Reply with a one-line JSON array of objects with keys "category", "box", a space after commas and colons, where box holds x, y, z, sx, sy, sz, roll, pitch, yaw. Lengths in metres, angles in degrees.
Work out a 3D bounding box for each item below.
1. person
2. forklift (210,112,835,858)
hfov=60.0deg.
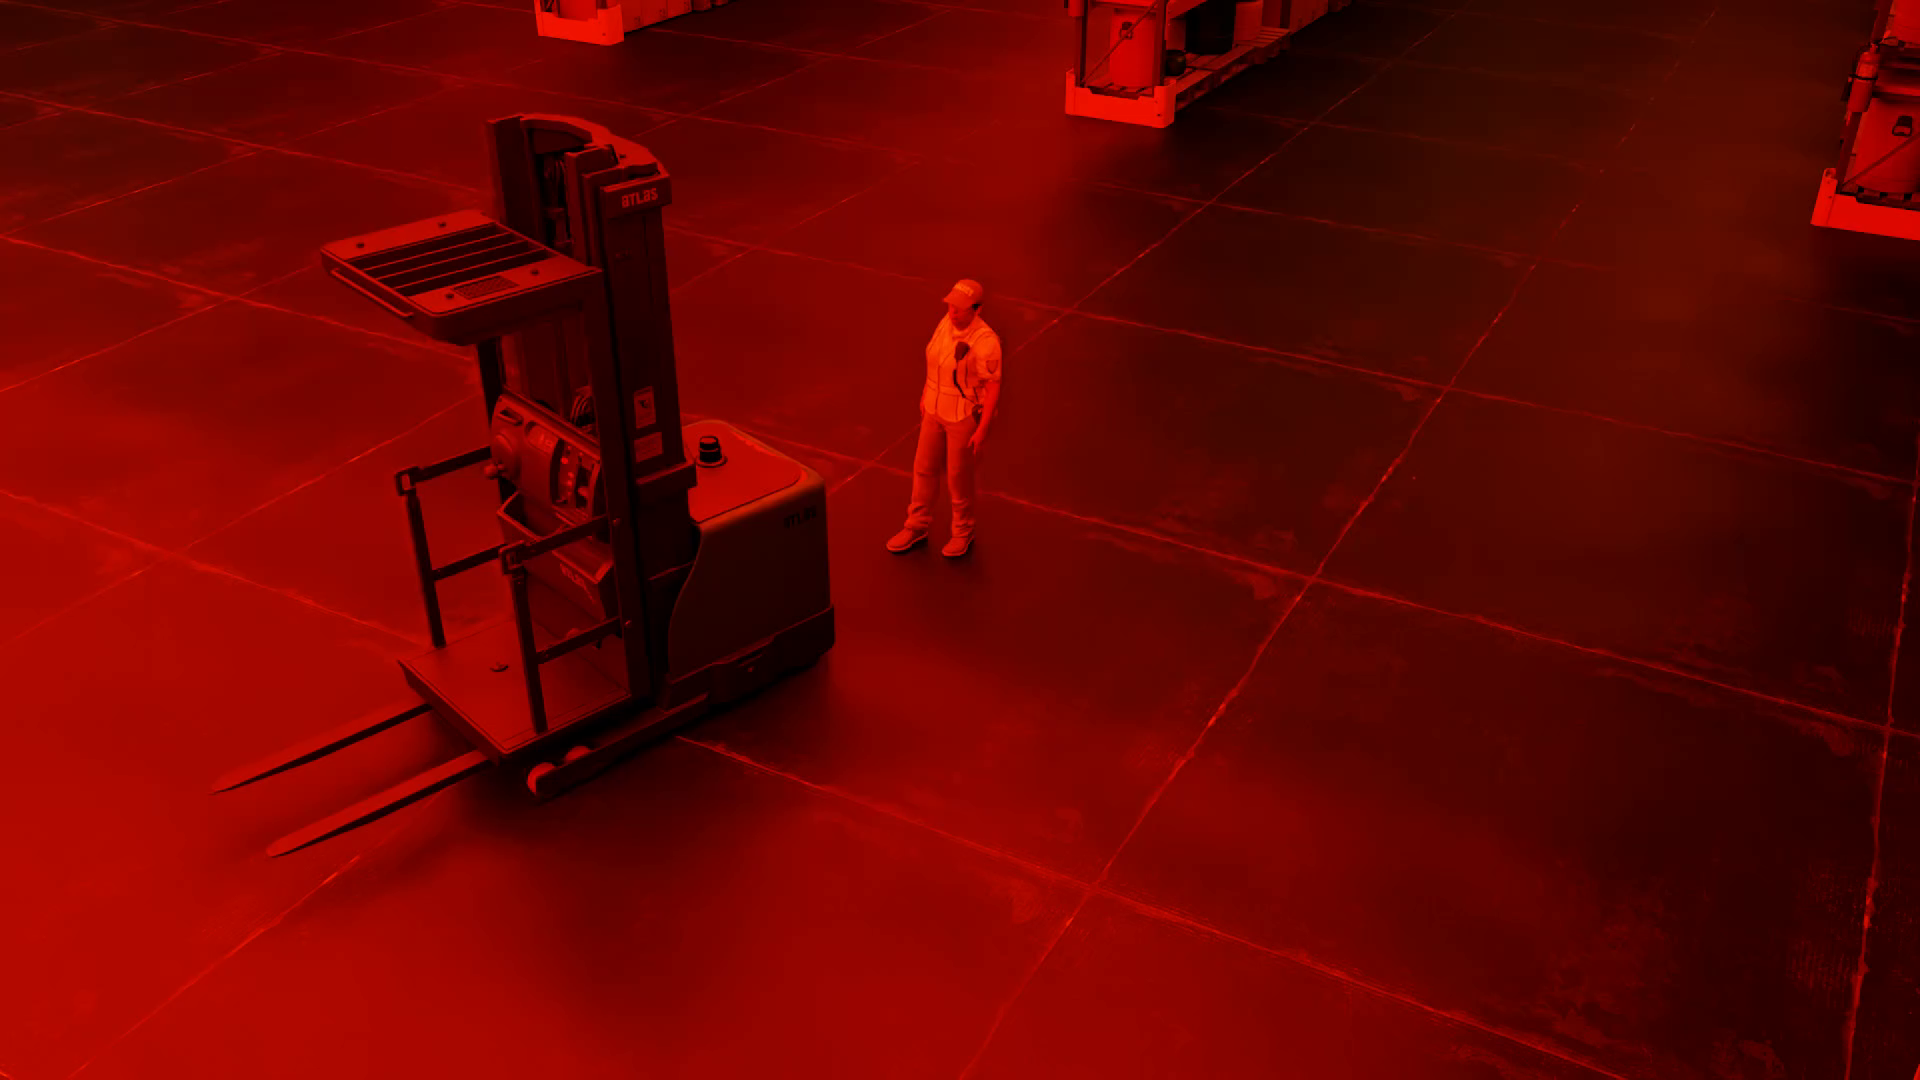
[{"category": "person", "box": [-0.084, -0.675, 9.511, 0.579, 1.669, 0.566, -24, 38, -35]}, {"category": "forklift", "box": [-2.094, -0.341, 7.661, 3.031, 2.935, 1.130, -25, 38, -36]}]
